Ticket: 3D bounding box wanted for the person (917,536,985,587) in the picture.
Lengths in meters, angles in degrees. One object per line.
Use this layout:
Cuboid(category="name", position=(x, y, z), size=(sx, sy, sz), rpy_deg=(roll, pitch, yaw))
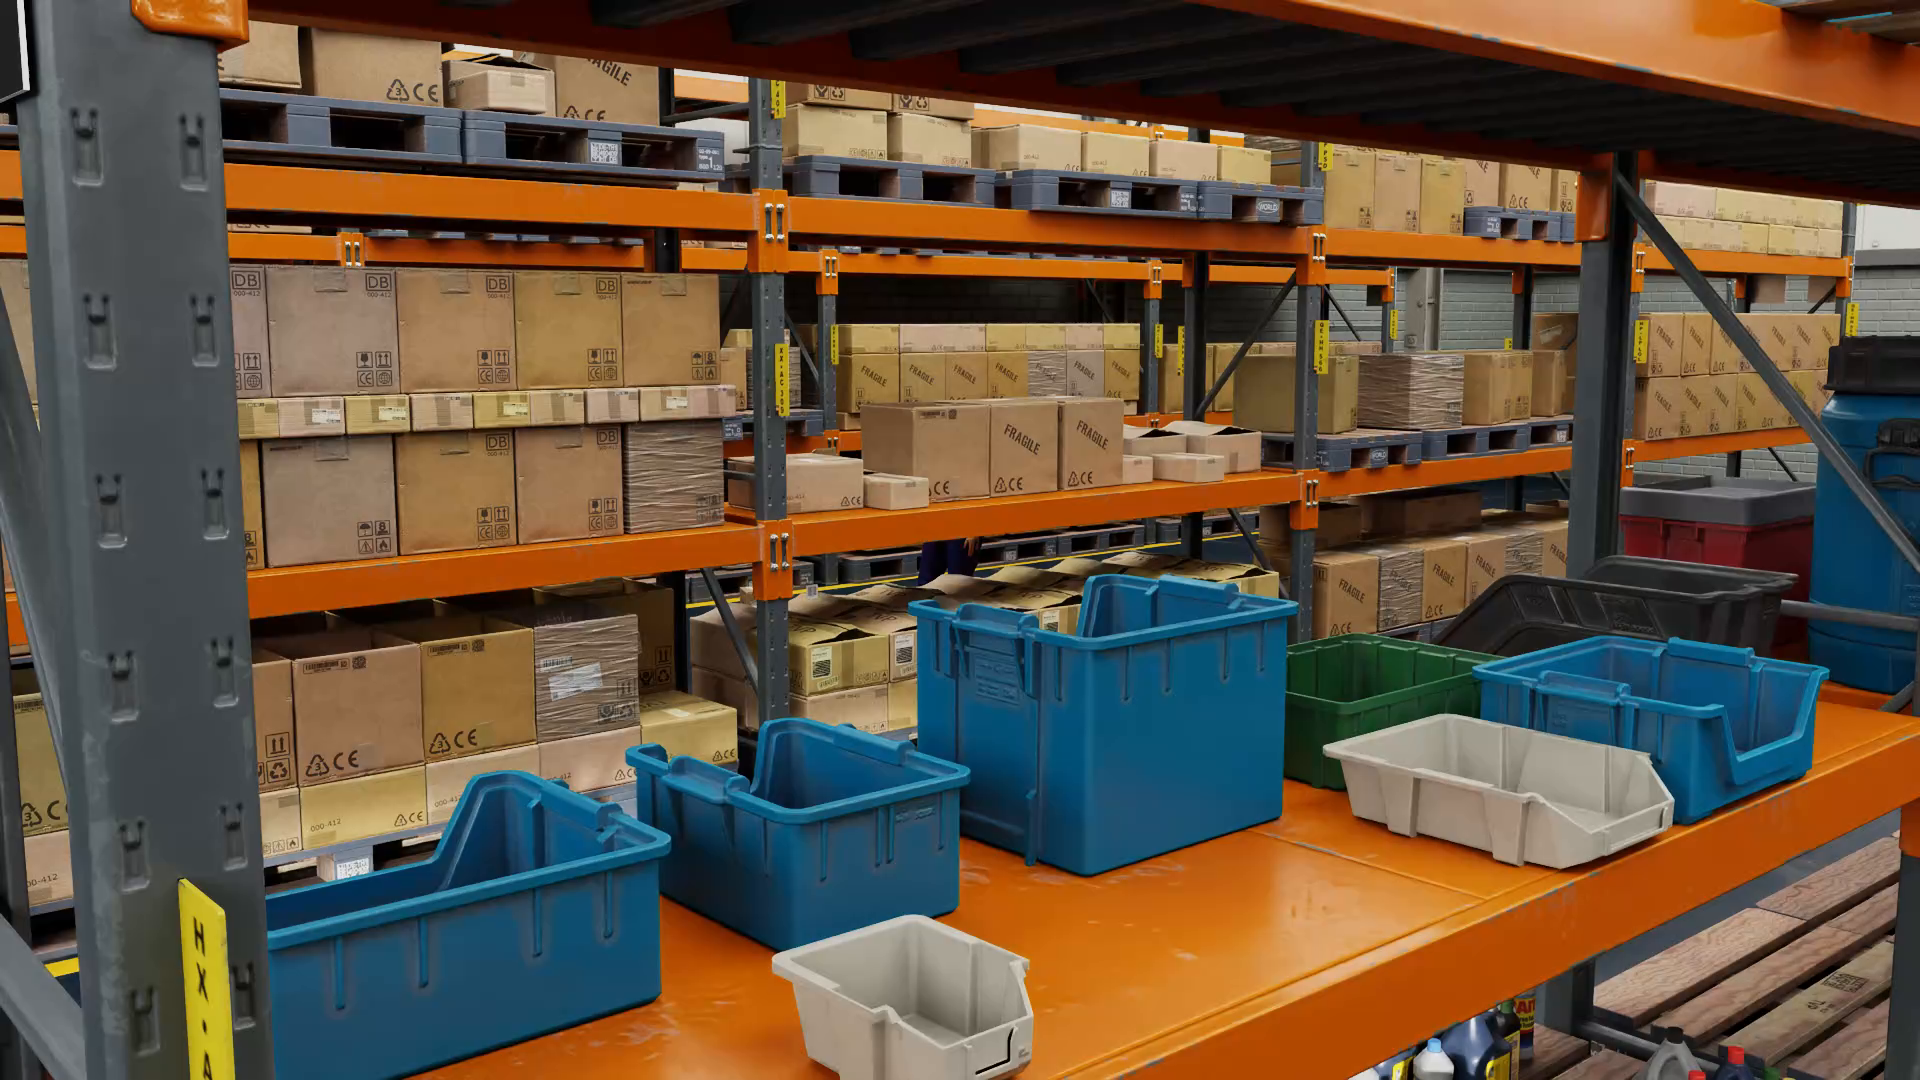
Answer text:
Cuboid(category="person", position=(-0.140, 0.260, 11.166), size=(0.500, 1.029, 0.525), rpy_deg=(-7, 10, -41))
